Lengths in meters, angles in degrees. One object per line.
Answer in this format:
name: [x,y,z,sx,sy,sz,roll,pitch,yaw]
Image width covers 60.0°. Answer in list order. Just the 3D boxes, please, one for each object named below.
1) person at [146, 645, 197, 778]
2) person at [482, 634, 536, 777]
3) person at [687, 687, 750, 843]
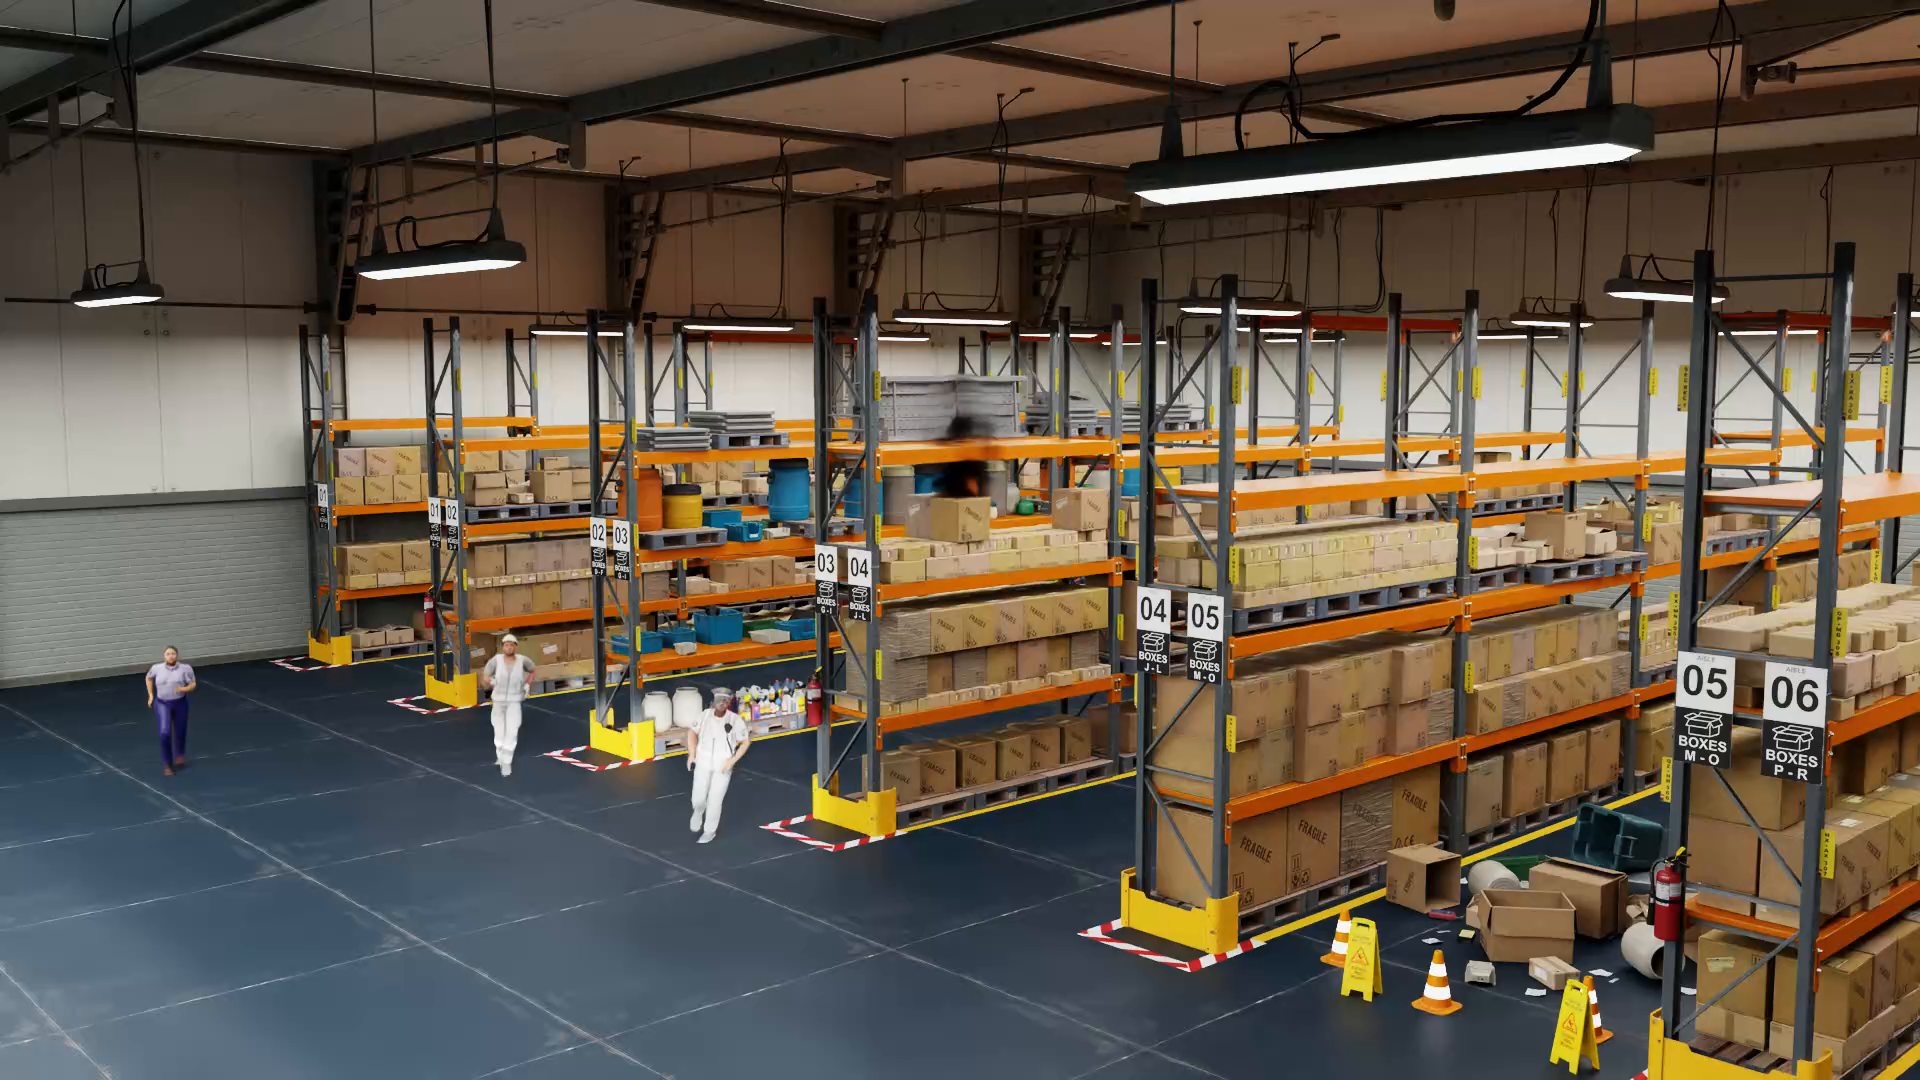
person: [-10.154,2.198,21.450,0.570,1.693,0.822,-3,7,-28]
person: [-5.822,2.123,21.473,0.653,1.836,0.755,-1,6,-8]
person: [-2.673,2.462,18.342,0.692,1.721,0.552,0,6,-1]
